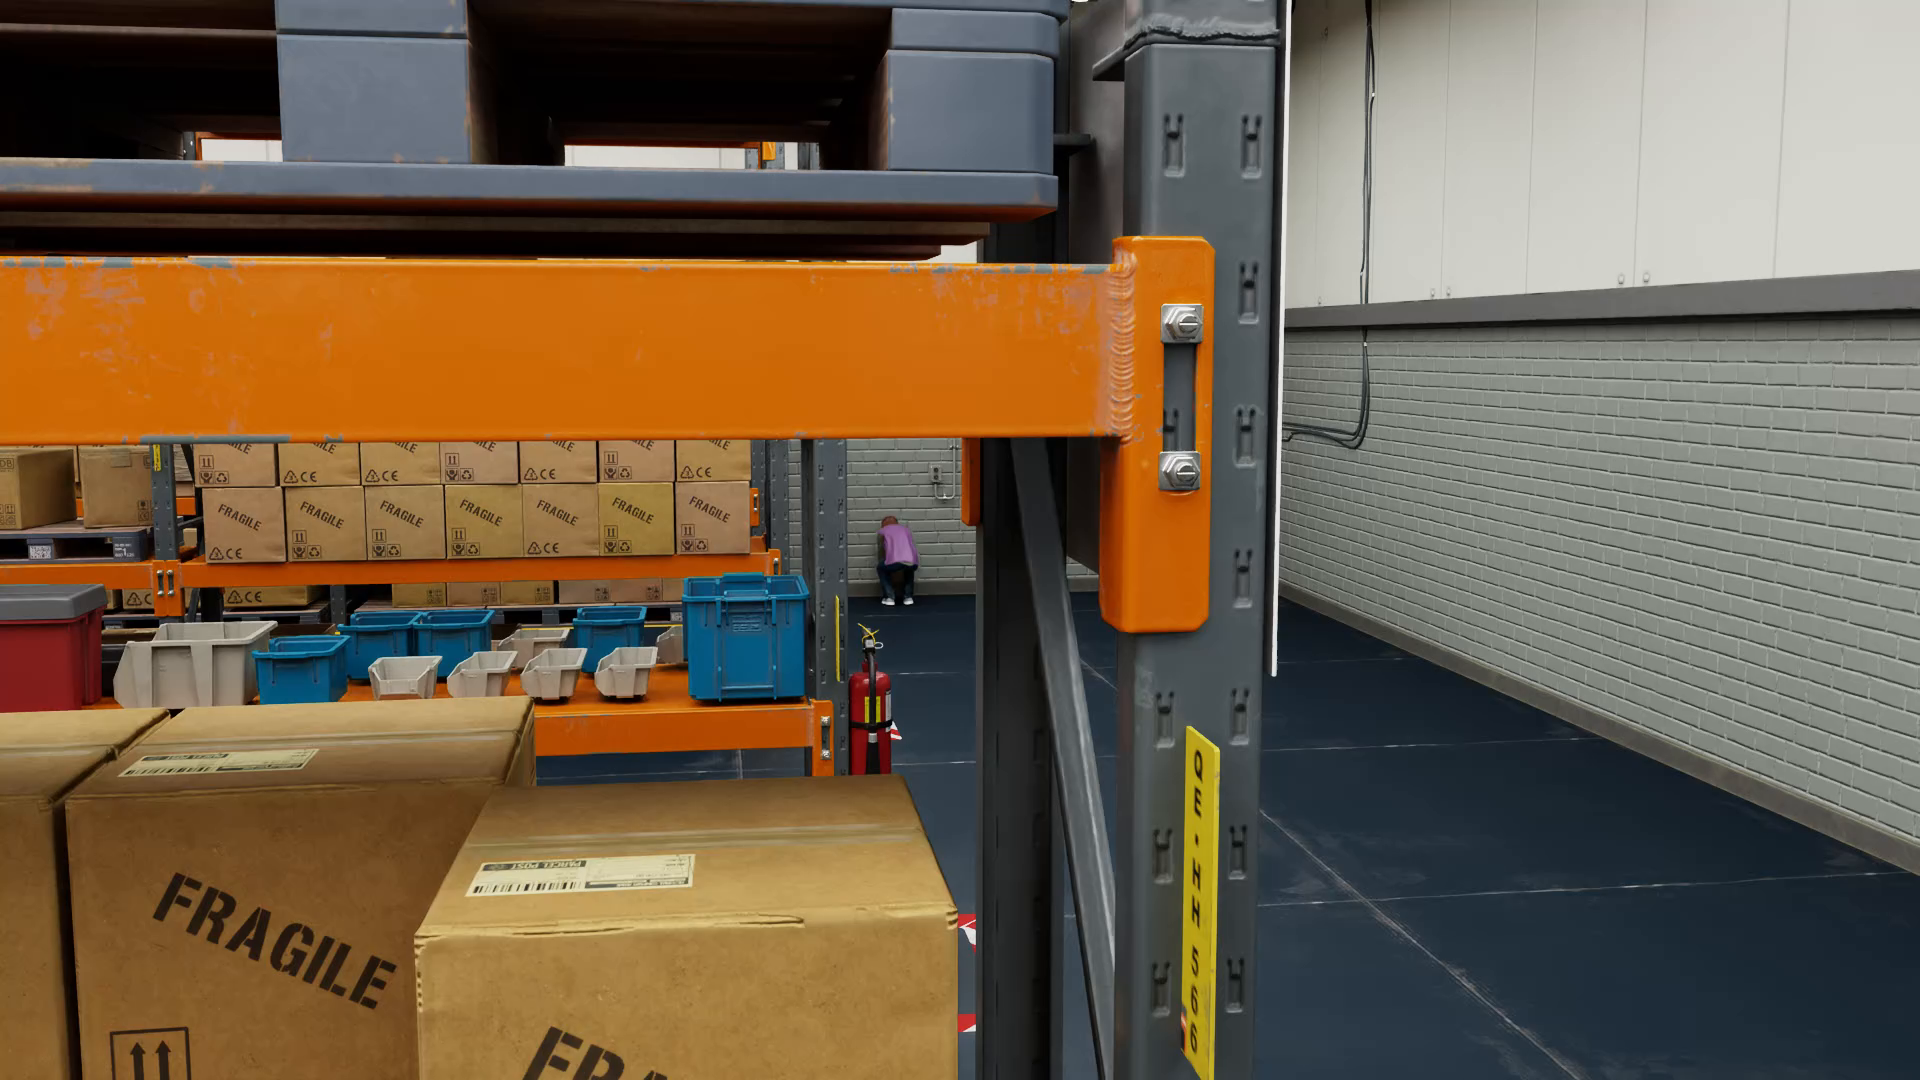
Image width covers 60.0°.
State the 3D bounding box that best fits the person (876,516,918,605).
[{"bbox_3d":[-0.669,0.221,17.631,0.416,0.906,0.838,-1,7,-10],"label":"person"}]
